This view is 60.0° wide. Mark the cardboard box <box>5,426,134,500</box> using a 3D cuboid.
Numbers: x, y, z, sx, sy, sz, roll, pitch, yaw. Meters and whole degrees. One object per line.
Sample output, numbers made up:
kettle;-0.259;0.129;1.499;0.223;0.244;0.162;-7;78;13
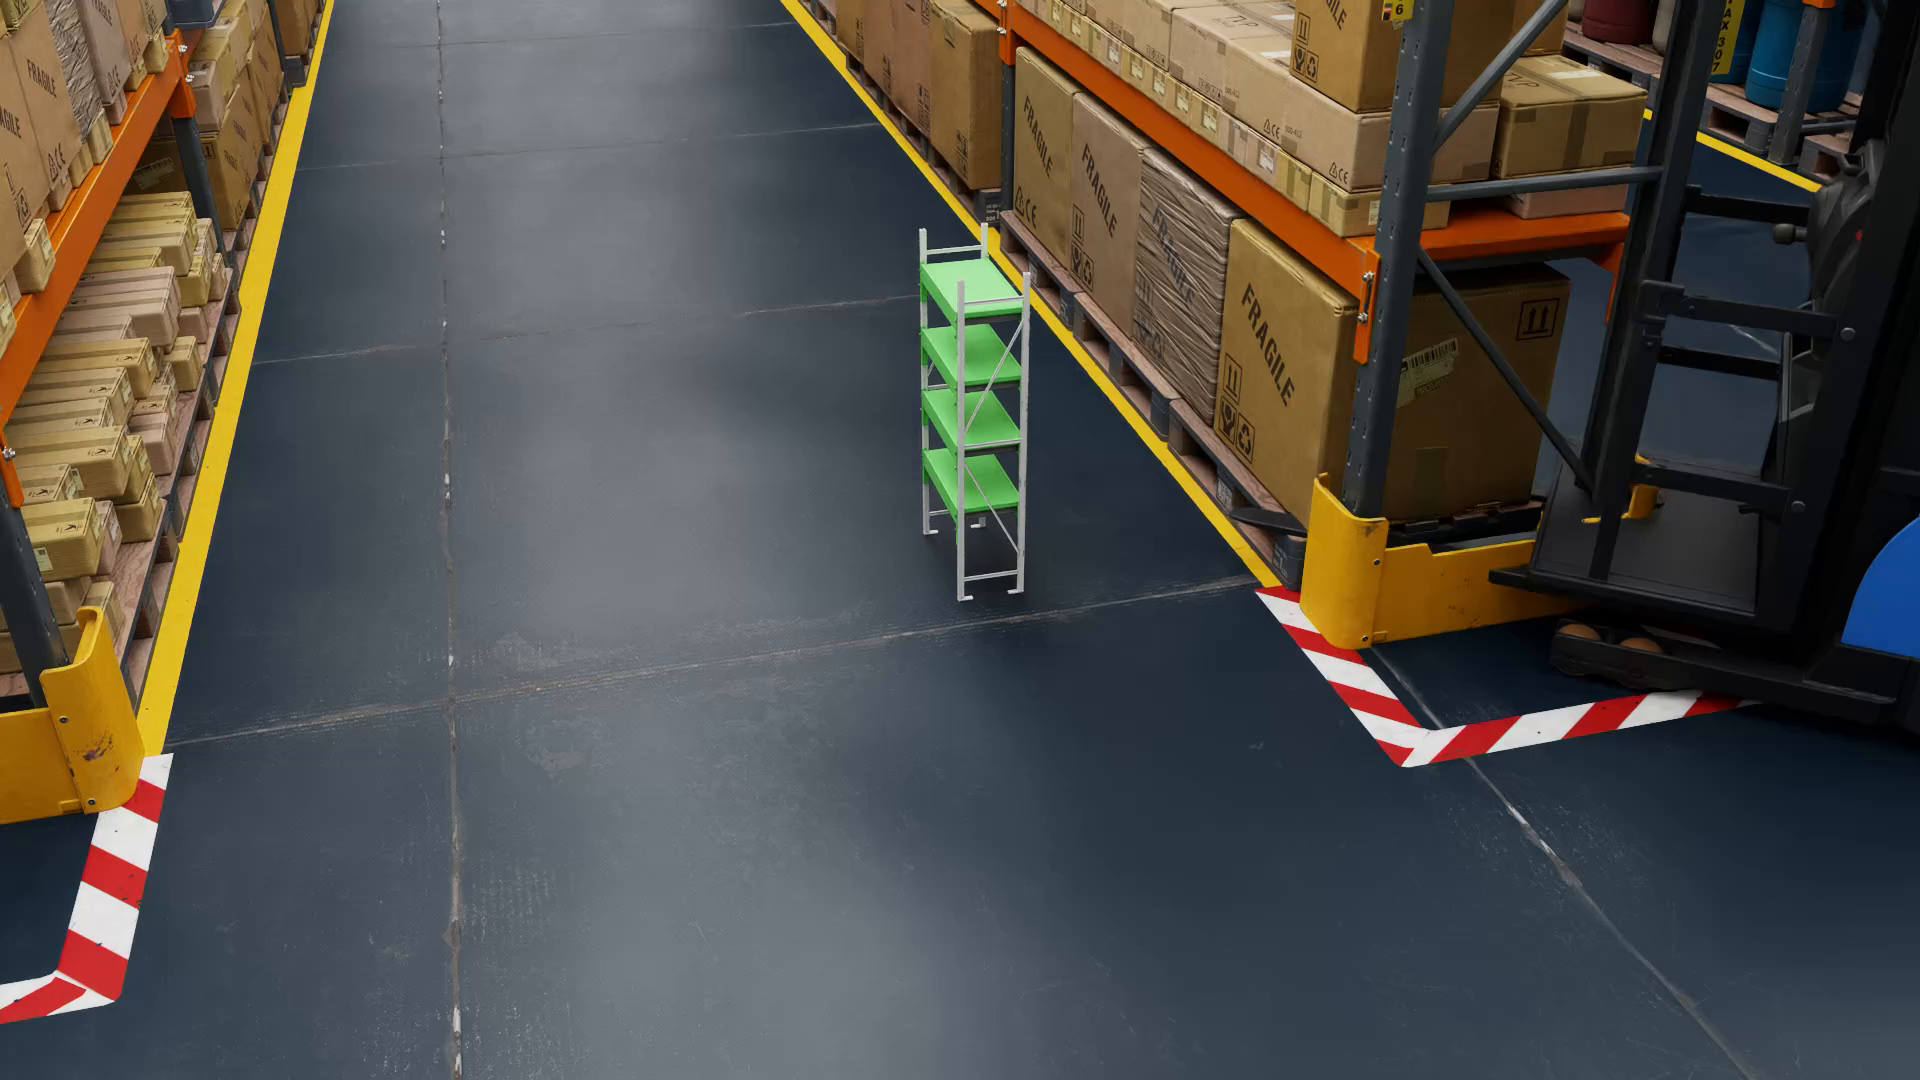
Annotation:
cardboard box;-2.972;-0.240;5.504;0.380;0.149;0.250;-8;31;-13

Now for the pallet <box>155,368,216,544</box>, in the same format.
pallet;-3.550;-0.296;6.550;1.003;0.211;1.213;-8;31;-13

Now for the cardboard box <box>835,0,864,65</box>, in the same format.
cardboard box;-0.180;-3.881;11.663;1.225;0.875;0.875;-9;31;-16

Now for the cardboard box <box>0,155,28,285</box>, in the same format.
cardboard box;-2.881;-0.906;4.425;0.500;0.500;0.500;-6;31;-11

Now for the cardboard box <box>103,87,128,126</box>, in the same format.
cardboard box;-3.456;-1.695;6.435;0.380;0.149;0.250;-9;31;-15

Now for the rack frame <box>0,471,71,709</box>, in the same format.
rack frame;-3.028;-0.481;4.086;1.000;3.000;0.127;-8;31;-13

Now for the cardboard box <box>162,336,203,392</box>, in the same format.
cardboard box;-3.383;-0.717;6.920;0.380;0.149;0.250;-8;31;-13

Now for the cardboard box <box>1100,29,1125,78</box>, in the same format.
cardboard box;0.821;-2.102;7.137;0.380;0.149;0.250;-7;31;-13

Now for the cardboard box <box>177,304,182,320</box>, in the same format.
cardboard box;-3.556;-0.989;7.094;0.380;0.149;0.250;-8;31;-13

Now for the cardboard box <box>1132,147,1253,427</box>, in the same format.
cardboard box;1.292;-1.092;6.843;0.875;0.875;0.875;-8;31;-13

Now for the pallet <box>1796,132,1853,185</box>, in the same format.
pallet;5.727;-2.125;9.711;1.003;0.211;1.213;-8;31;-13

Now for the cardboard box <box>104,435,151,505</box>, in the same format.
cardboard box;-3.052;-0.229;5.781;0.380;0.149;0.250;-7;31;-12

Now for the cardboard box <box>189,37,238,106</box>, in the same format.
cardboard box;-4.175;-2.486;8.878;0.500;0.250;0.500;-7;31;-12

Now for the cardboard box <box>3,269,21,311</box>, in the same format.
cardboard box;-2.906;-0.690;4.698;0.380;0.149;0.250;-7;31;-11

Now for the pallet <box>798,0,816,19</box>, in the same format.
pallet;-0.869;-4.714;14.184;1.003;0.211;1.213;-8;31;-13

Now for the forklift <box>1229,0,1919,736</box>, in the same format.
forklift;2.484;-1.011;5.070;3.031;2.935;1.130;12;32;20

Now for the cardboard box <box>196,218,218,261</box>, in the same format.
cardboard box;-3.700;-1.379;7.769;0.380;0.149;0.250;-7;31;-12

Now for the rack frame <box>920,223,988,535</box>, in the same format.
rack frame;-0.021;-0.557;6.015;0.240;1.200;0.015;-8;31;-13

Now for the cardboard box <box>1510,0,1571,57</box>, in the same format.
cardboard box;1.781;-1.989;5.796;0.500;0.500;0.500;-9;31;-14

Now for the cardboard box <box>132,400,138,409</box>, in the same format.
cardboard box;-3.388;-0.602;6.425;0.380;0.149;0.250;-6;31;-11

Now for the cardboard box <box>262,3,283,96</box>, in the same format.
cardboard box;-4.725;-3.161;10.794;0.500;0.500;0.500;-8;31;-14

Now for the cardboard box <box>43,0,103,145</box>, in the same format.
cardboard box;-3.307;-1.645;5.701;0.500;0.500;0.500;-9;31;-15

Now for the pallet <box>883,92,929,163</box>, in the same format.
pallet;0.114;-2.769;10.824;1.003;0.211;1.213;-8;31;-13

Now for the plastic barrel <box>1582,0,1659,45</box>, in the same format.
plastic barrel;4.879;-3.972;12.107;0.600;0.588;0.708;-8;31;-13

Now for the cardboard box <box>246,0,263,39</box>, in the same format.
cardboard box;-4.573;-3.231;10.166;0.500;0.250;0.500;-7;31;-13

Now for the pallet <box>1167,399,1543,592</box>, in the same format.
pallet;1.493;-0.260;6.489;1.003;0.211;1.213;-8;31;-13

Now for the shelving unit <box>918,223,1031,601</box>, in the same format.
shelving unit;0.044;-0.439;5.811;0.258;1.200;0.503;-8;31;-13

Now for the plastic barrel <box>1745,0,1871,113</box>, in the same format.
plastic barrel;5.366;-3.221;10.495;0.600;0.901;0.708;-8;31;-13

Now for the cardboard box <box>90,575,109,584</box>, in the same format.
cardboard box;-3.007;0.160;5.406;0.380;0.149;0.250;-8;31;-13

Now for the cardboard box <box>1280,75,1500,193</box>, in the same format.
cardboard box;1.396;-1.354;5.448;0.500;0.250;0.500;-8;31;-14

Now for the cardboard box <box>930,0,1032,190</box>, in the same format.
cardboard box;0.530;-2.592;9.436;1.225;0.875;0.875;-8;31;-13

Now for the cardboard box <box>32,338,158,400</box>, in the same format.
cardboard box;-3.208;-0.617;6.155;0.380;0.149;0.250;-7;31;-13

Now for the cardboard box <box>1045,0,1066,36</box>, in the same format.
cardboard box;0.617;-2.474;7.780;0.380;0.149;0.250;-7;31;-12

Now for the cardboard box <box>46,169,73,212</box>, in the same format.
cardboard box;-3.213;-1.191;5.564;0.380;0.149;0.250;-8;31;-14

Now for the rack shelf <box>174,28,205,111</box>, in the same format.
rack shelf;-4.621;-3.067;9.273;1.077;0.370;4.000;-8;31;-13

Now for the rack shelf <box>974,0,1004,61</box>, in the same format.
rack shelf;0.188;-3.678;10.328;1.077;0.370;4.000;-8;31;-13

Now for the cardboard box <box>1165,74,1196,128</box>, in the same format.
cardboard box;1.027;-1.729;6.494;0.380;0.149;0.250;-8;31;-13

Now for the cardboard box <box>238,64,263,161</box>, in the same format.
cardboard box;-4.325;-2.411;9.498;0.500;0.500;0.500;-7;31;-12

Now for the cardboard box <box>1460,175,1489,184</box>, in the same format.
cardboard box;1.935;-1.322;5.790;0.380;0.149;0.250;-8;31;-14

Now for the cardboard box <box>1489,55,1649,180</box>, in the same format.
cardboard box;1.913;-1.423;5.567;0.500;0.250;0.500;-9;31;-15

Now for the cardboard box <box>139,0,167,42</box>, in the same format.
cardboard box;-3.689;-2.389;6.986;0.500;0.500;0.500;-8;31;-13

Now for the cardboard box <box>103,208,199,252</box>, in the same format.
cardboard box;-3.639;-1.363;7.443;0.380;0.149;0.250;-7;31;-13

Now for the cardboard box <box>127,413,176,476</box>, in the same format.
cardboard box;-3.184;-0.339;6.269;0.380;0.149;0.250;-9;31;-16

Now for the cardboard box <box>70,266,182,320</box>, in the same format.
cardboard box;-3.411;-0.989;6.797;0.380;0.149;0.250;-9;31;-16

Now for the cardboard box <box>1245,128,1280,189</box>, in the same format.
cardboard box;1.232;-1.358;5.853;0.380;0.149;0.250;-8;31;-13

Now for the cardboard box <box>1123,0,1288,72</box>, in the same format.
cardboard box;0.984;-2.096;6.730;0.500;0.250;0.500;-8;31;-13

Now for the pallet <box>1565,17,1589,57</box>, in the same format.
pallet;4.682;-4.032;13.005;1.003;0.211;1.213;-8;31;-13

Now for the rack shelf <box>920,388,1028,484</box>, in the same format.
rack shelf;0.044;-0.384;5.843;0.258;0.148;0.480;-8;31;-13

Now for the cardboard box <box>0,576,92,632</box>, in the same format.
cardboard box;-2.920;0.155;5.117;0.380;0.149;0.250;-7;31;-11

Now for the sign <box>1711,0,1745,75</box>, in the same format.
sign;2.317;-1.571;5.027;0.100;0.325;0.005;-8;31;-13

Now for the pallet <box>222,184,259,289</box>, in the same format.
pallet;-4.298;-1.582;8.772;1.003;0.211;1.213;-8;31;-13

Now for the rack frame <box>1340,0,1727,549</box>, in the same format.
rack frame;1.781;-1.091;5.141;1.000;3.000;0.127;-8;31;-13

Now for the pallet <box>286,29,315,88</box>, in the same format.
pallet;-5.288;-3.529;12.135;1.003;0.211;1.213;-8;31;-13
